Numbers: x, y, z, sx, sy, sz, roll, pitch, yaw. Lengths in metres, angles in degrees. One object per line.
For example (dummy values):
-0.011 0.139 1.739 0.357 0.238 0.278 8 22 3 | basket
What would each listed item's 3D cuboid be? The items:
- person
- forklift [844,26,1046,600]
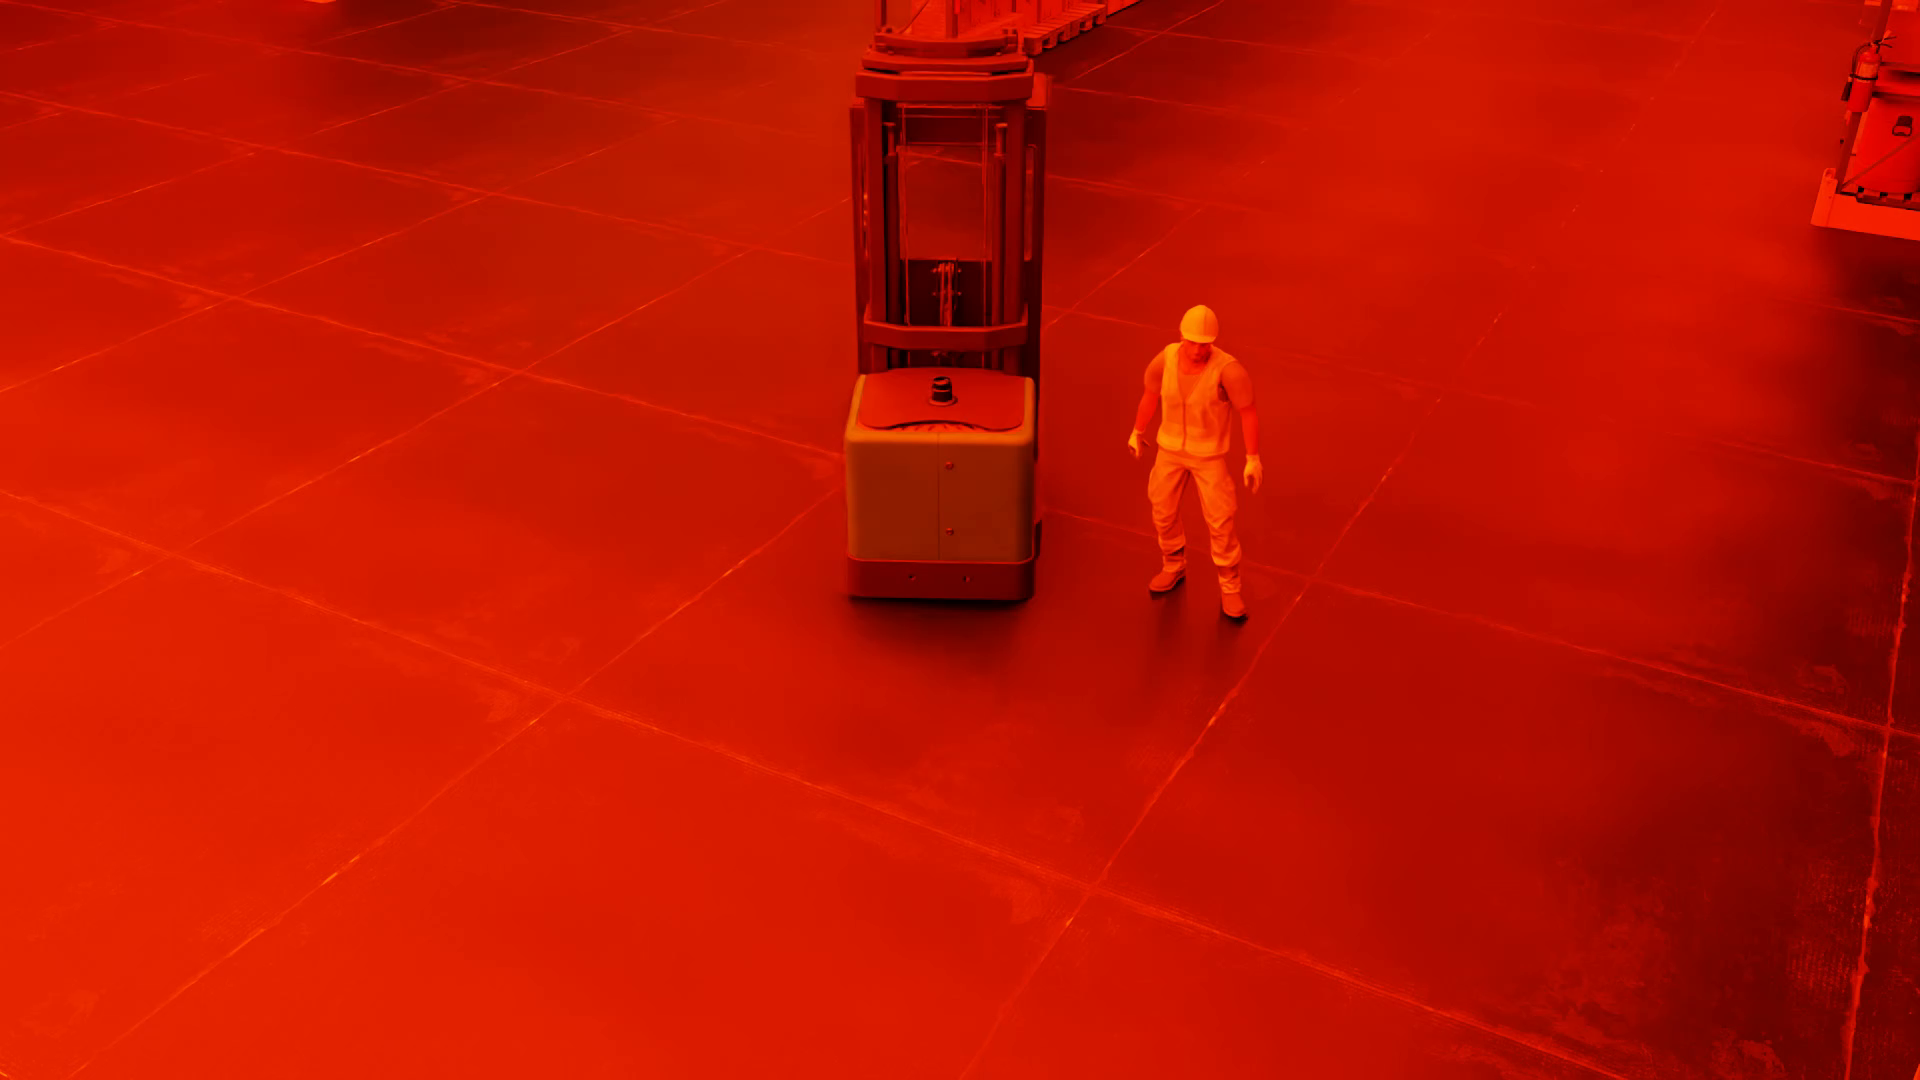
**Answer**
1.264 -0.465 9.057 0.819 1.753 0.423 14 33 23 | person
-0.057 -1.635 9.903 1.130 2.935 3.031 1 30 2 | forklift
